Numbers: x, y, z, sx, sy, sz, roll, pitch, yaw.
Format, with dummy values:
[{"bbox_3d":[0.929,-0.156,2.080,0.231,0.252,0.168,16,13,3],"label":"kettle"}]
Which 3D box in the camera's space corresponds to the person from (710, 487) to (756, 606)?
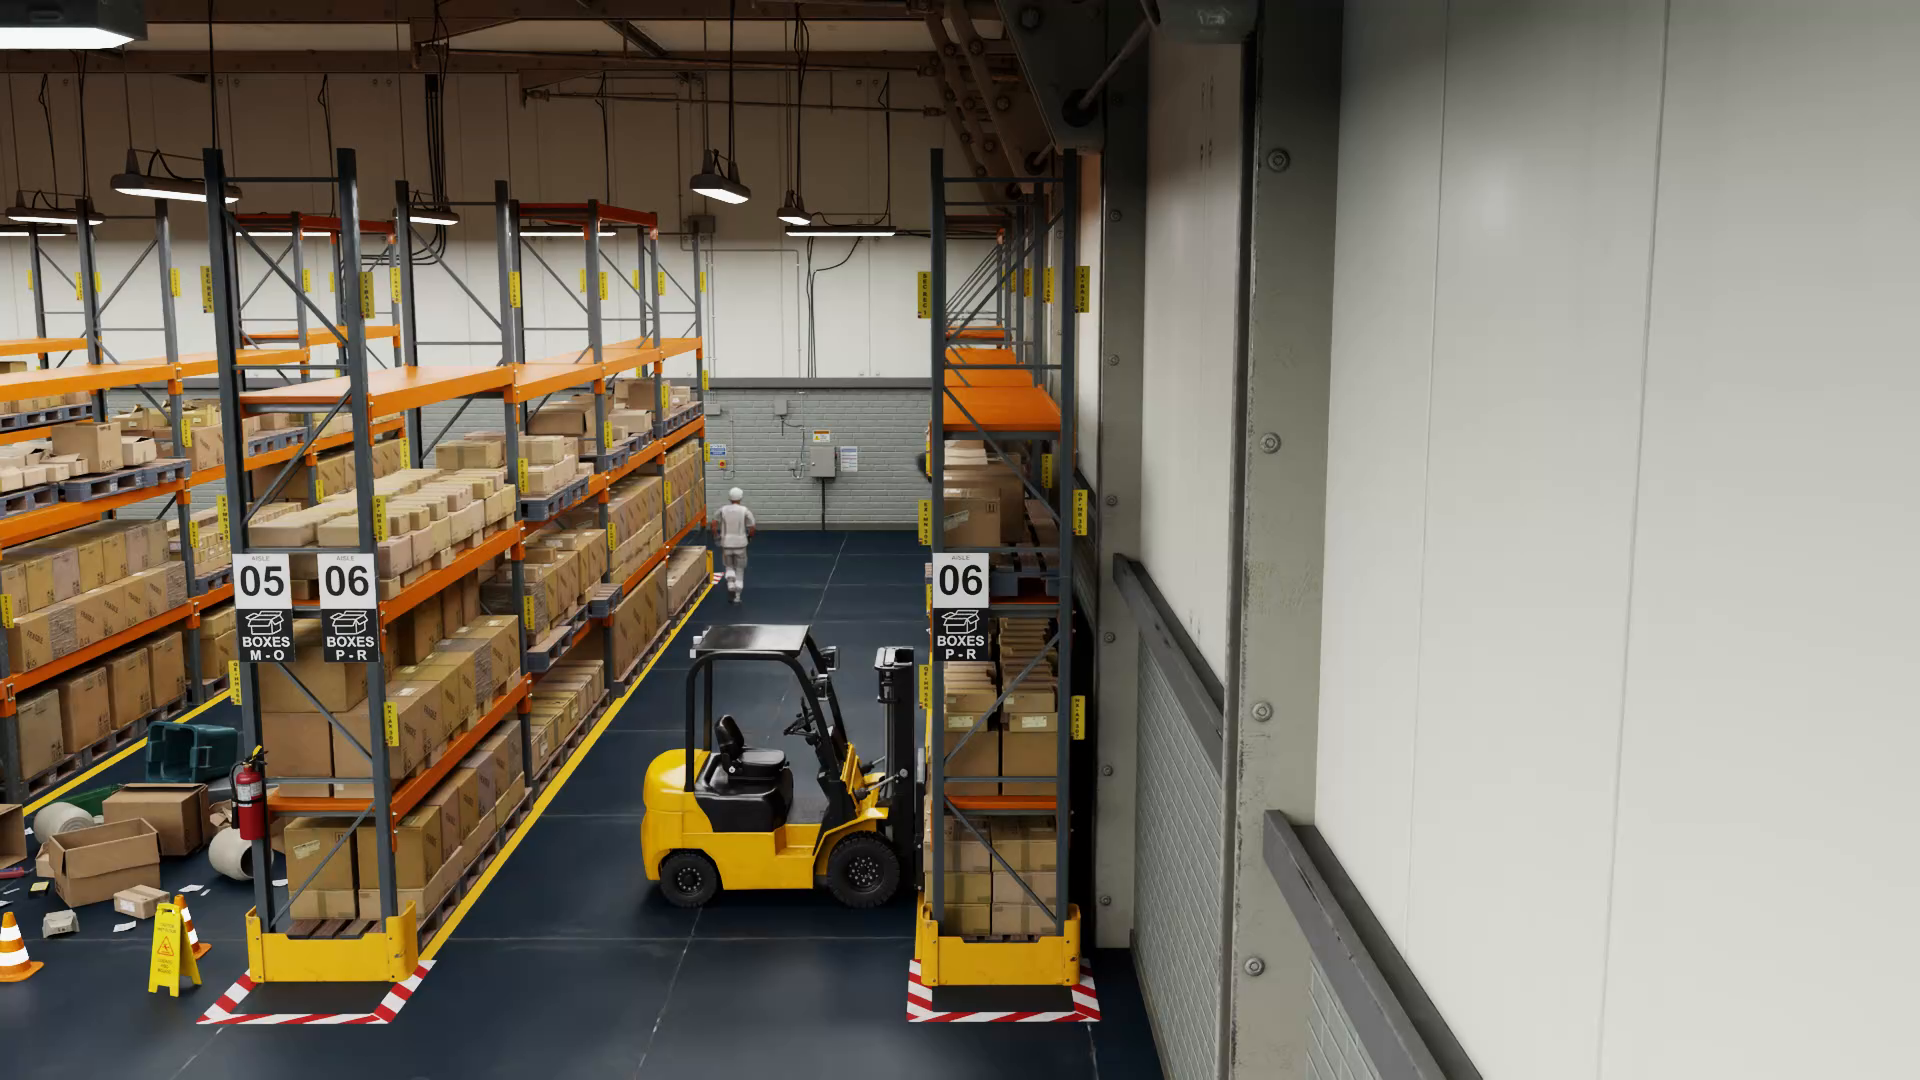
[{"bbox_3d":[-3.335,0.083,24.619,0.654,1.756,0.493,0,9,0],"label":"person"}]
